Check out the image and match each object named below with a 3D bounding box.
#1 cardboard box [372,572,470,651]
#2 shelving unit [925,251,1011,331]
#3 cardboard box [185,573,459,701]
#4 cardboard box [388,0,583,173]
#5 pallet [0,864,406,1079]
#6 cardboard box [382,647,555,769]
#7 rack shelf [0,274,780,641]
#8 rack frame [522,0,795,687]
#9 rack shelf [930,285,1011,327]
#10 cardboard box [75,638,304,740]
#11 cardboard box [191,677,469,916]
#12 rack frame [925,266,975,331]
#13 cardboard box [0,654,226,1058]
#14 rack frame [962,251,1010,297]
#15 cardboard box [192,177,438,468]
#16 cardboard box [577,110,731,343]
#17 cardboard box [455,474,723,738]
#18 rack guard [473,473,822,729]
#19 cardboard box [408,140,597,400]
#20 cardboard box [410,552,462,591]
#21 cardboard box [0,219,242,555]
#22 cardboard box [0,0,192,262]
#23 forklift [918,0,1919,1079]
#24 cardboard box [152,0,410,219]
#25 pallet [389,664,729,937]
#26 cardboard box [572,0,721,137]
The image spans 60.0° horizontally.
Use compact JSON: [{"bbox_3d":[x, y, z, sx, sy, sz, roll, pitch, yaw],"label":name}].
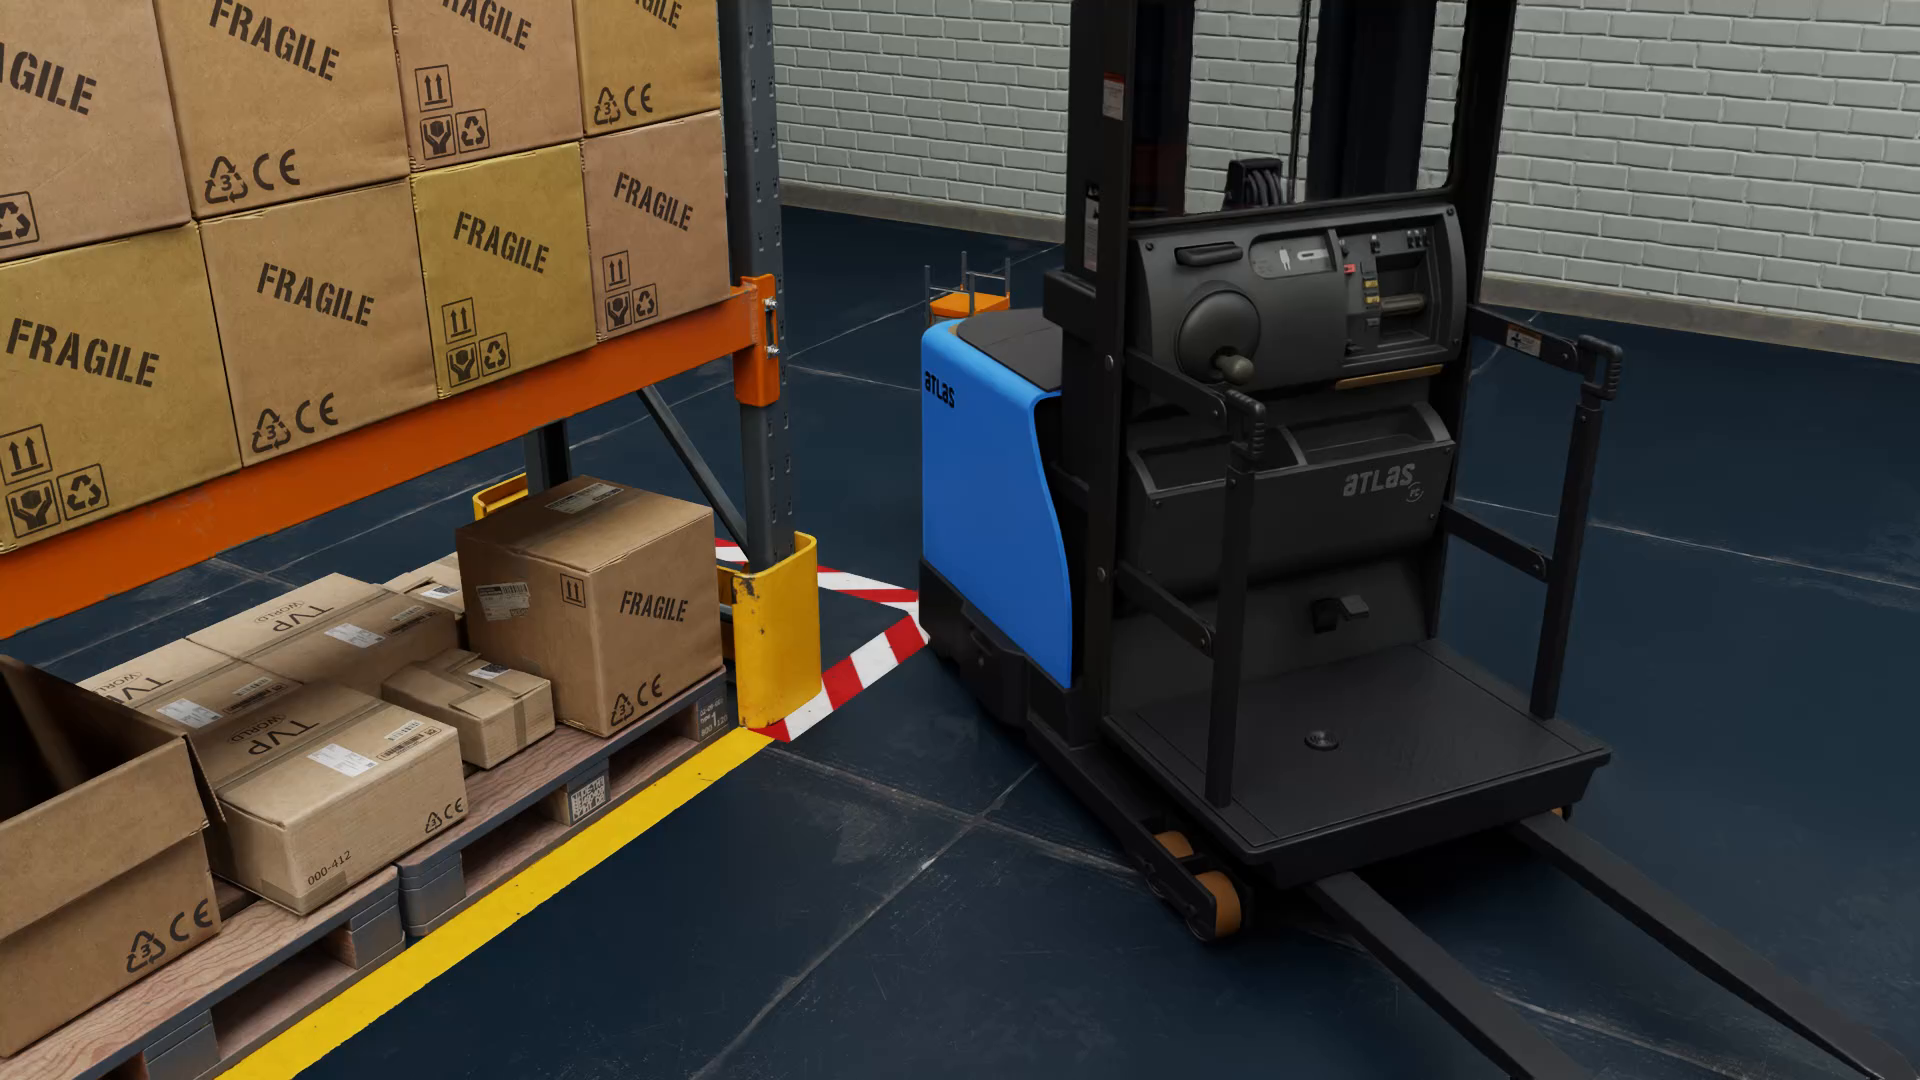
[{"bbox_3d":[-1.597,0.241,4.929,0.380,0.166,0.250,14,27,29],"label":"cardboard box"},{"bbox_3d":[0.028,-0.500,6.083,0.215,1.050,0.252,14,27,29],"label":"shelving unit"},{"bbox_3d":[-1.744,0.342,4.591,0.500,0.250,0.500,14,27,29],"label":"cardboard box"},{"bbox_3d":[-1.219,-1.137,3.716,0.500,0.500,0.500,15,27,30],"label":"cardboard box"},{"bbox_3d":[-2.057,0.974,3.734,1.003,0.211,1.213,14,27,29],"label":"pallet"},{"bbox_3d":[-1.320,0.441,4.469,0.380,0.166,0.250,14,27,29],"label":"cardboard box"},{"bbox_3d":[-2.007,-0.005,3.392,1.077,0.370,4.000,14,27,29],"label":"rack shelf"},{"bbox_3d":[-0.952,-1.011,4.809,1.000,3.000,0.127,14,27,29],"label":"rack frame"},{"bbox_3d":[0.028,-0.751,5.975,0.215,0.259,0.240,14,27,29],"label":"rack shelf"},{"bbox_3d":[-2.008,0.511,4.201,0.500,0.250,0.500,14,27,29],"label":"cardboard box"},{"bbox_3d":[-1.556,0.599,3.998,0.500,0.250,0.500,14,27,29],"label":"cardboard box"},{"bbox_3d":[-0.036,-0.459,5.988,0.200,1.050,0.008,14,27,29],"label":"rack frame"},{"bbox_3d":[-2.076,0.648,3.566,0.797,0.503,0.637,14,27,29],"label":"cardboard box"},{"bbox_3d":[0.093,-0.541,6.178,0.200,1.050,0.008,14,27,29],"label":"rack frame"},{"bbox_3d":[-1.496,-0.505,3.516,0.500,0.500,0.500,14,27,29],"label":"cardboard box"},{"bbox_3d":[-0.957,-0.848,4.308,0.500,0.500,0.500,15,27,31],"label":"cardboard box"},{"bbox_3d":[-1.030,0.170,4.675,0.500,0.500,0.500,14,27,29],"label":"cardboard box"},{"bbox_3d":[-0.992,0.162,5.246,1.175,0.500,0.348,14,27,29],"label":"rack guard"},{"bbox_3d":[-1.228,-0.672,3.902,0.500,0.500,0.500,14,27,29],"label":"cardboard box"},{"bbox_3d":[-1.465,0.165,5.128,0.380,0.149,0.250,14,27,29],"label":"cardboard box"},{"bbox_3d":[-1.762,-0.335,3.123,0.500,0.500,0.500,13,27,28],"label":"cardboard box"},{"bbox_3d":[-1.760,-0.788,2.909,0.500,0.500,0.500,15,27,31],"label":"cardboard box"},{"bbox_3d":[0.942,-0.575,3.888,1.130,2.935,3.031,-10,26,-23],"label":"forklift"},{"bbox_3d":[-1.489,-0.961,3.309,0.500,0.500,0.500,15,27,30],"label":"cardboard box"},{"bbox_3d":[-1.412,0.564,4.682,1.003,0.211,1.213,14,27,29],"label":"pallet"},{"bbox_3d":[-0.954,-1.308,4.110,0.500,0.500,0.500,14,27,29],"label":"cardboard box"}]
